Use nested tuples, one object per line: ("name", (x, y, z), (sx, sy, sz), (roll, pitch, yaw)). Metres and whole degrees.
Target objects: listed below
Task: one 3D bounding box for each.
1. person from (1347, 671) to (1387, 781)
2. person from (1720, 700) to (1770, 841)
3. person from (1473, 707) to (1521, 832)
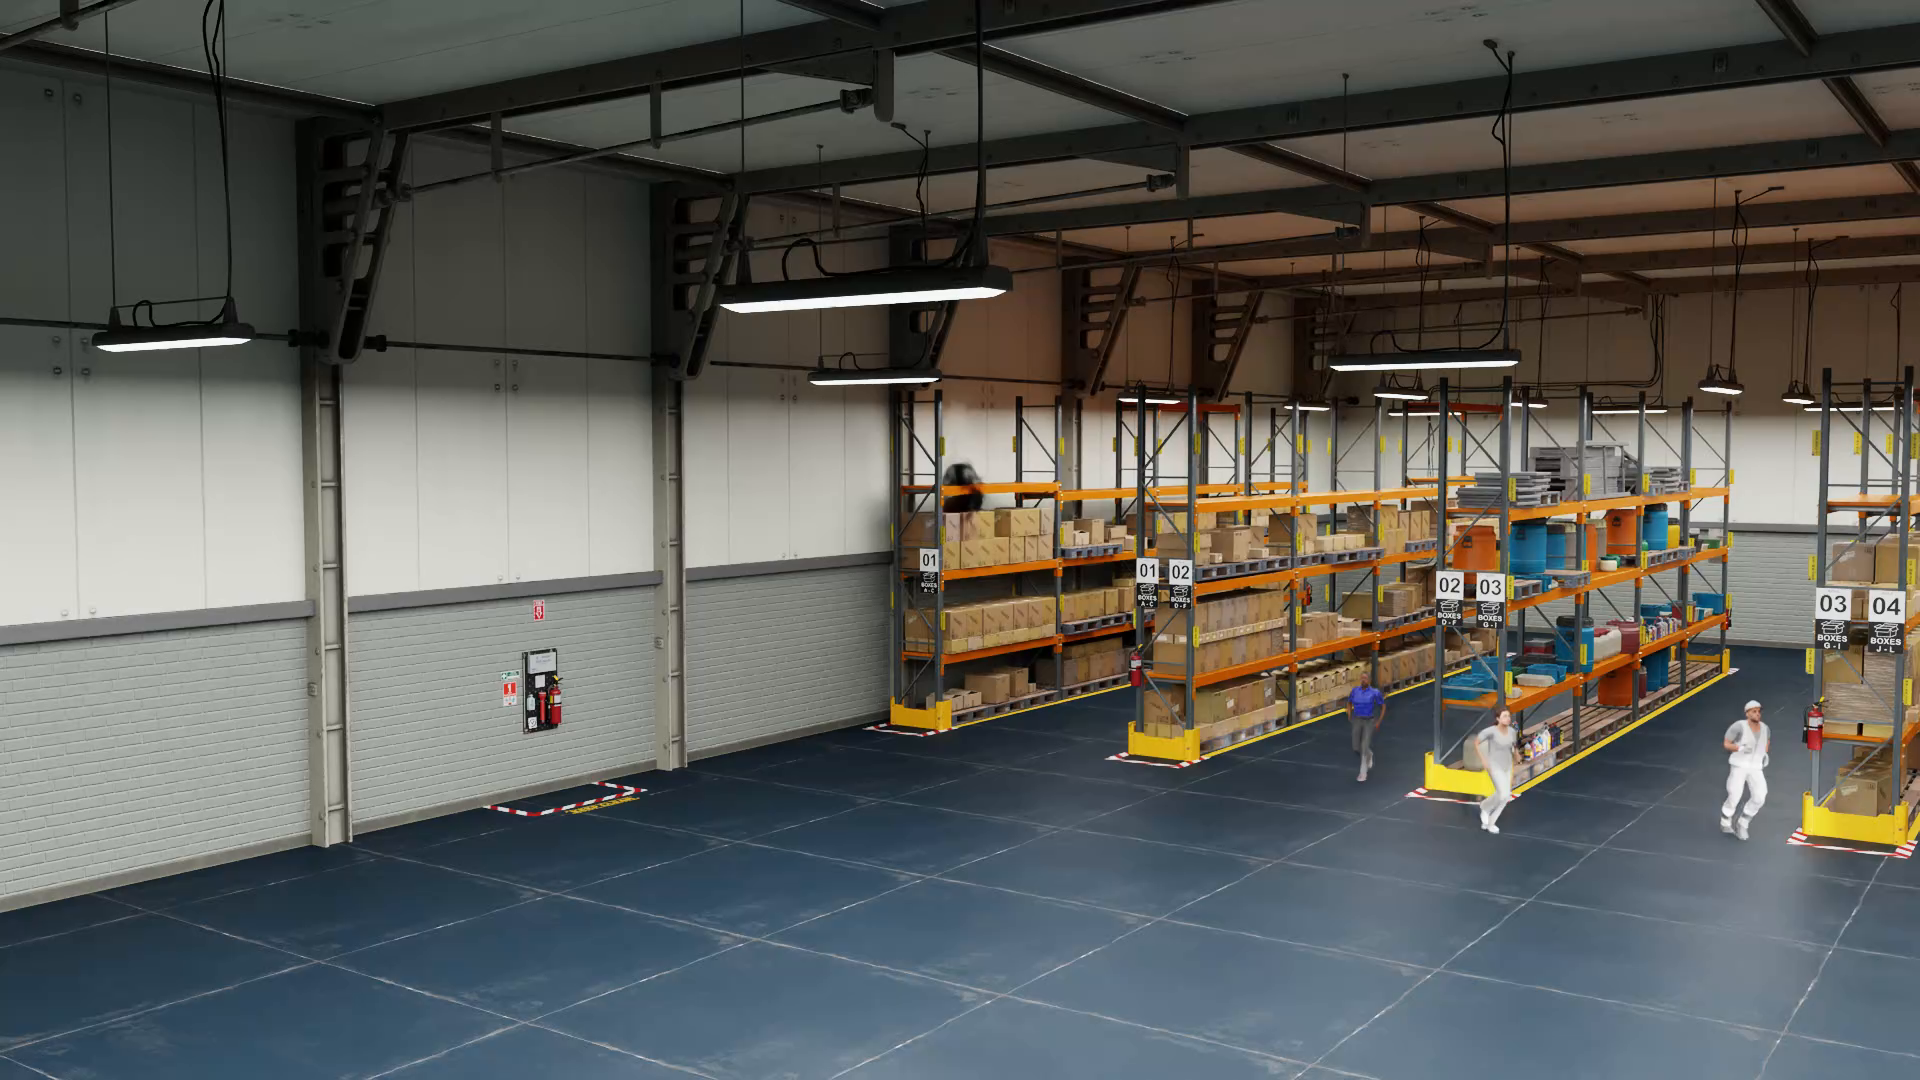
("person", (6.126, 2.792, 25.135), (0.612, 1.633, 0.598), (2, 4, 36))
("person", (10.043, 2.936, 21.140), (0.656, 1.799, 0.696), (0, 3, 3))
("person", (7.004, 2.975, 21.527), (0.569, 1.627, 0.539), (-1, 3, -22))
